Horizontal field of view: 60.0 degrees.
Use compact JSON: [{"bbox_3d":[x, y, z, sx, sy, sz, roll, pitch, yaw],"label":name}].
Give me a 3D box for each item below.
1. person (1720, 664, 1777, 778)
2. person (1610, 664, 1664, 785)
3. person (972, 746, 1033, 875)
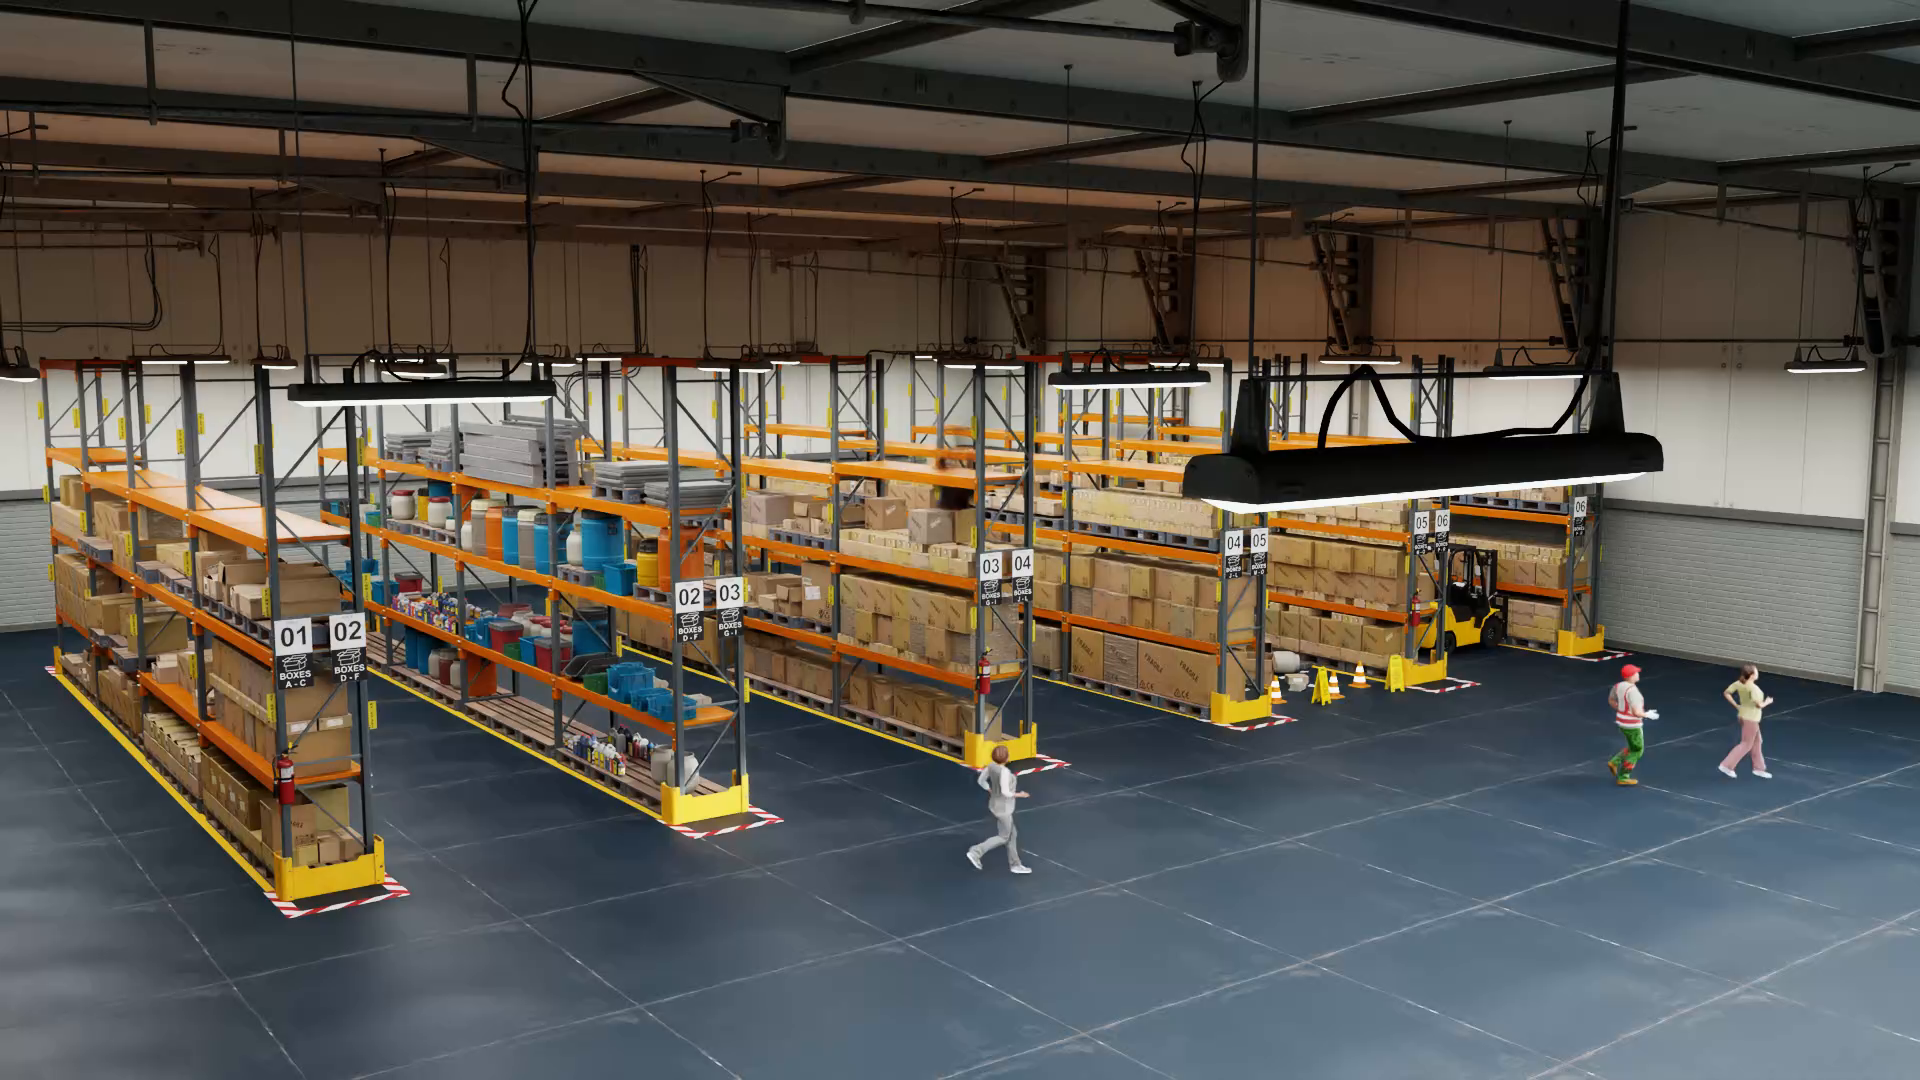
[{"bbox_3d":[11.371,2.610,23.880,0.902,1.660,0.578,-1,7,-5],"label":"person"},{"bbox_3d":[9.650,2.614,23.682,0.575,1.741,0.643,0,7,-2],"label":"person"},{"bbox_3d":[0.496,3.207,19.619,0.779,1.585,0.537,-2,7,-19],"label":"person"}]
